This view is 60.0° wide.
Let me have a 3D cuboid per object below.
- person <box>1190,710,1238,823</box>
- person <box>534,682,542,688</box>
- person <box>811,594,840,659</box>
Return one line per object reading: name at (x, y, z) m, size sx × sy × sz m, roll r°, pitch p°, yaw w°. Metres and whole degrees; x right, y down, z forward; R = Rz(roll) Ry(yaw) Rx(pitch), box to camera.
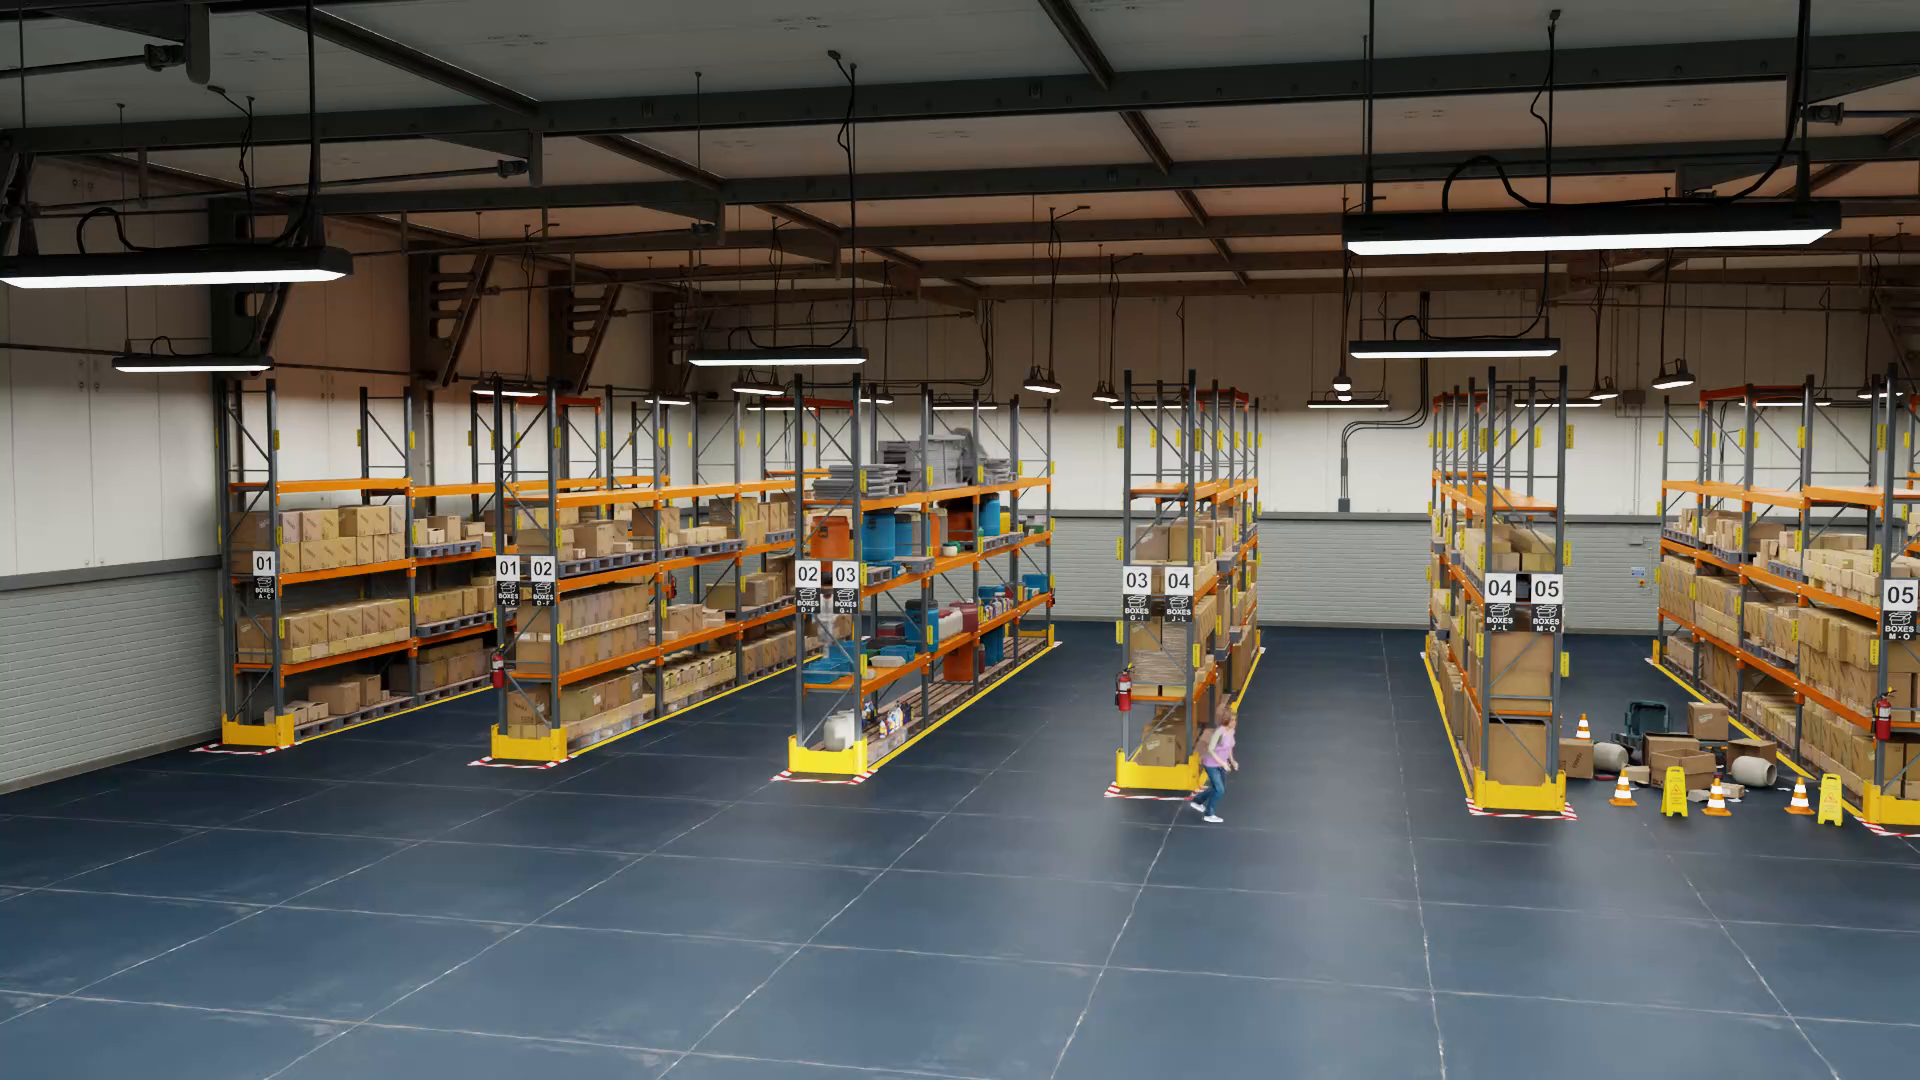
person at (3.302, 2.946, 21.772) m, size 0.742 × 1.501 × 0.517 m, roll 3°, pitch 4°, yaw 39°
person at (-7.645, 2.317, 30.314) m, size 0.717 × 1.733 × 0.982 m, roll 0°, pitch 3°, yaw 2°
person at (-2.842, 1.727, 35.530) m, size 0.684 × 1.724 × 0.693 m, roll 0°, pitch 3°, yaw -3°
